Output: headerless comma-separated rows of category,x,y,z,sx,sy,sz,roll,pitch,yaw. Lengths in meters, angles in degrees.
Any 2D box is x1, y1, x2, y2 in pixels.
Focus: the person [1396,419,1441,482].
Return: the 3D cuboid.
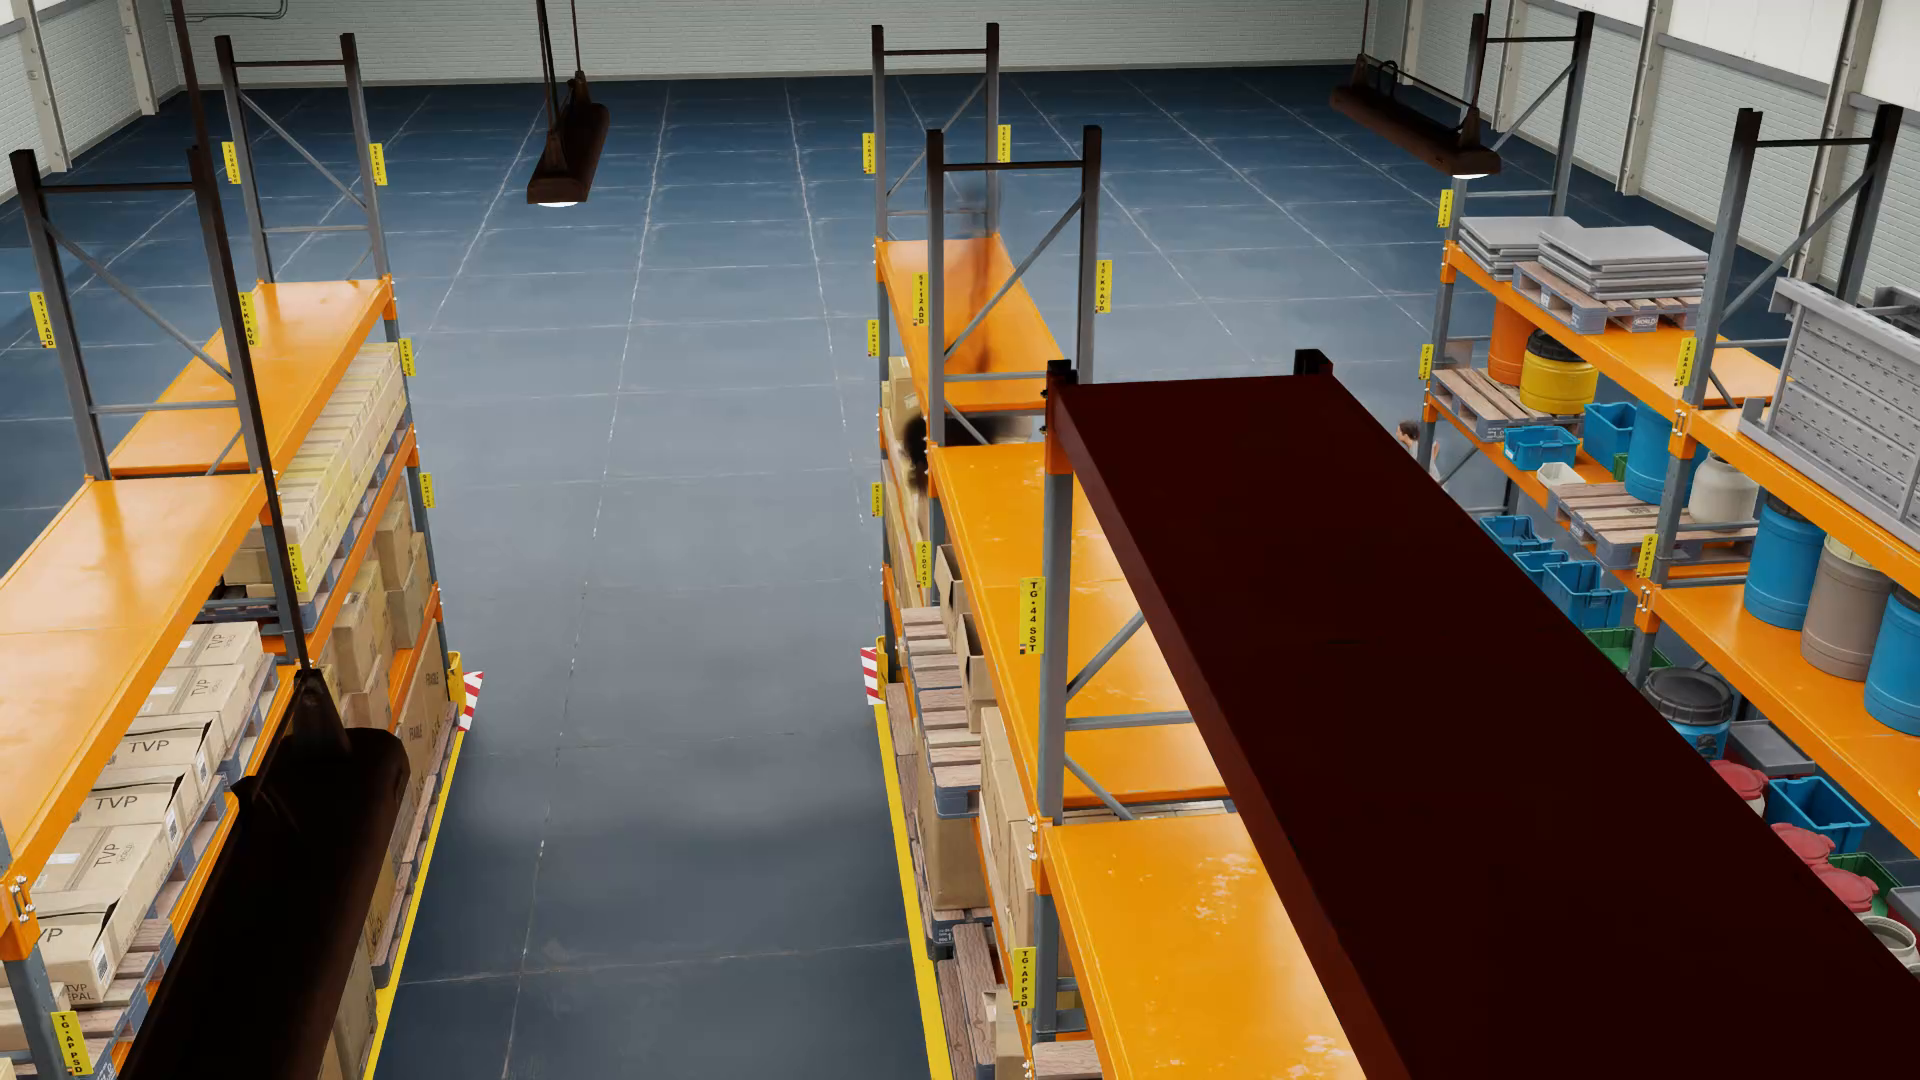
person,5.006,-0.484,17.719,0.927,1.625,0.603,11,28,21
